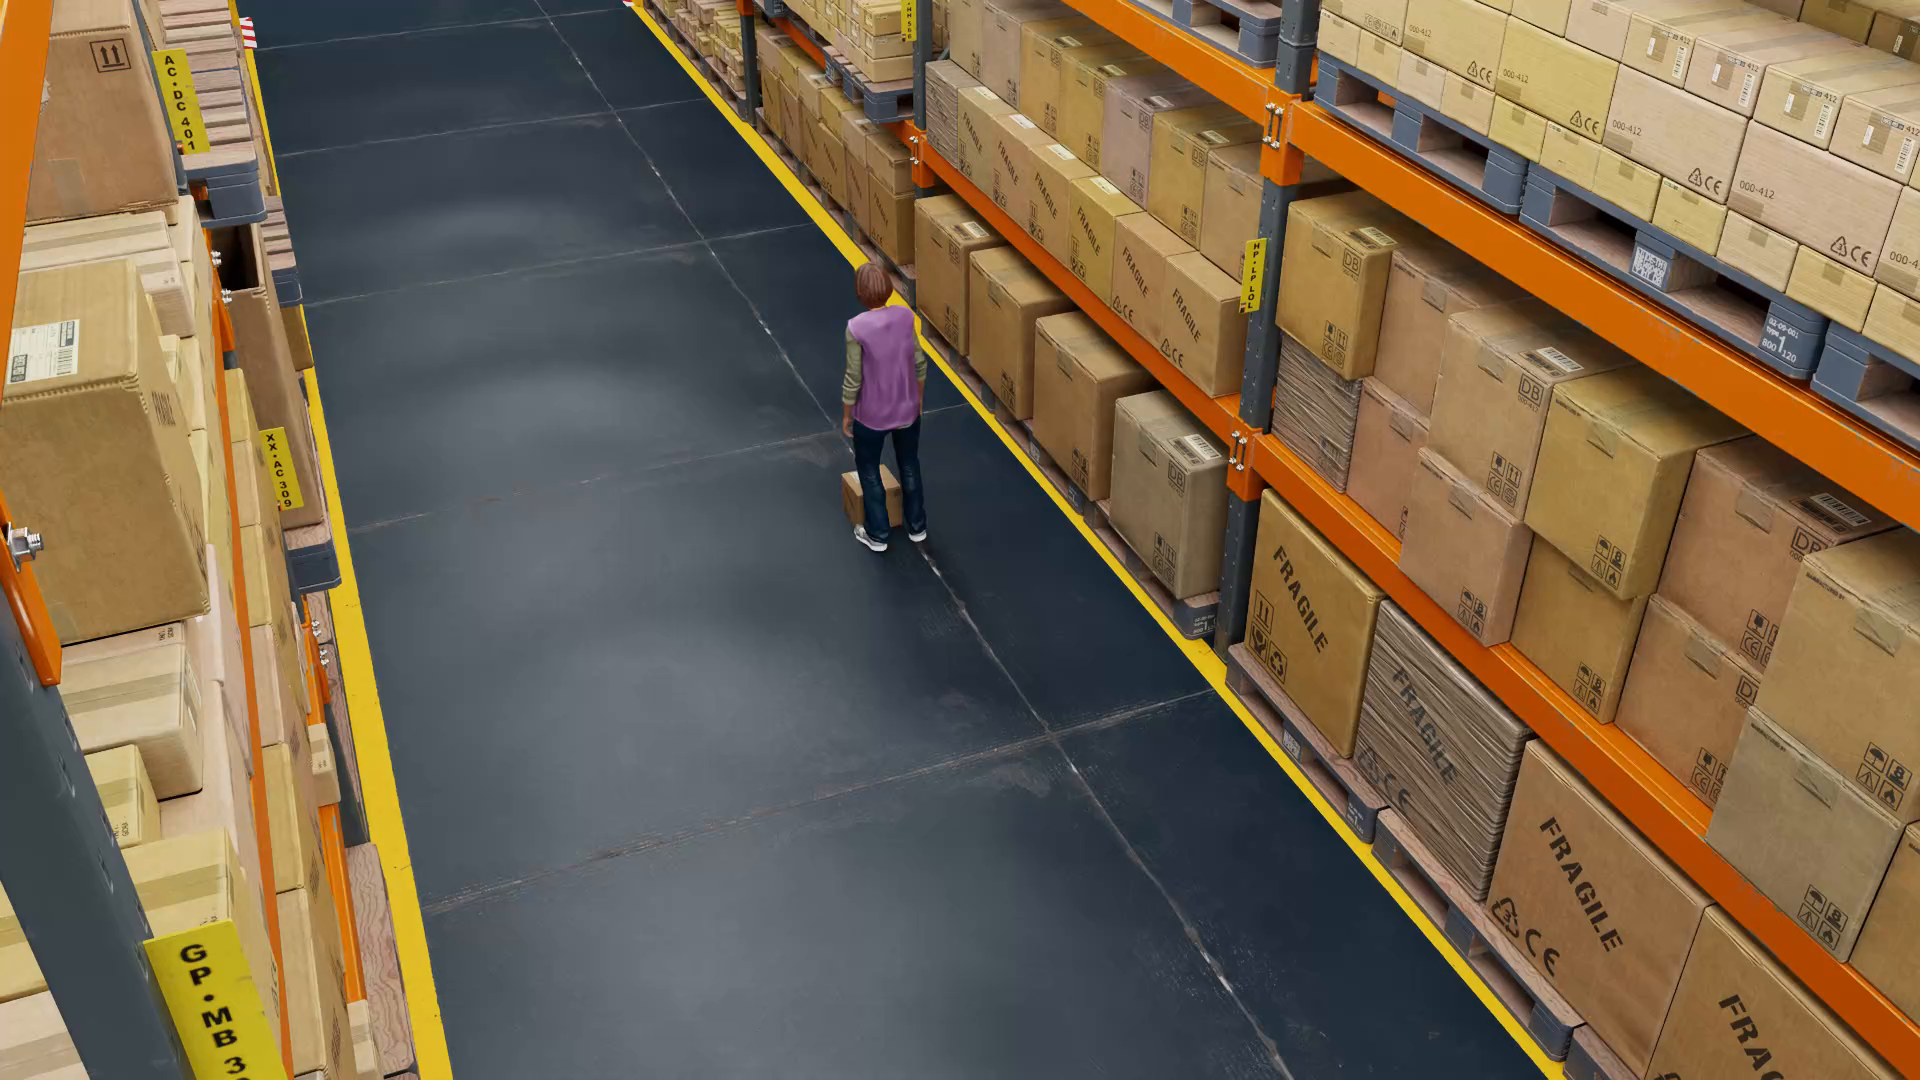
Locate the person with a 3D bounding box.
[{"bbox_3d":[-0.382,-0.658,8.509,0.481,1.592,0.347,-15,37,-22],"label":"person"}]
